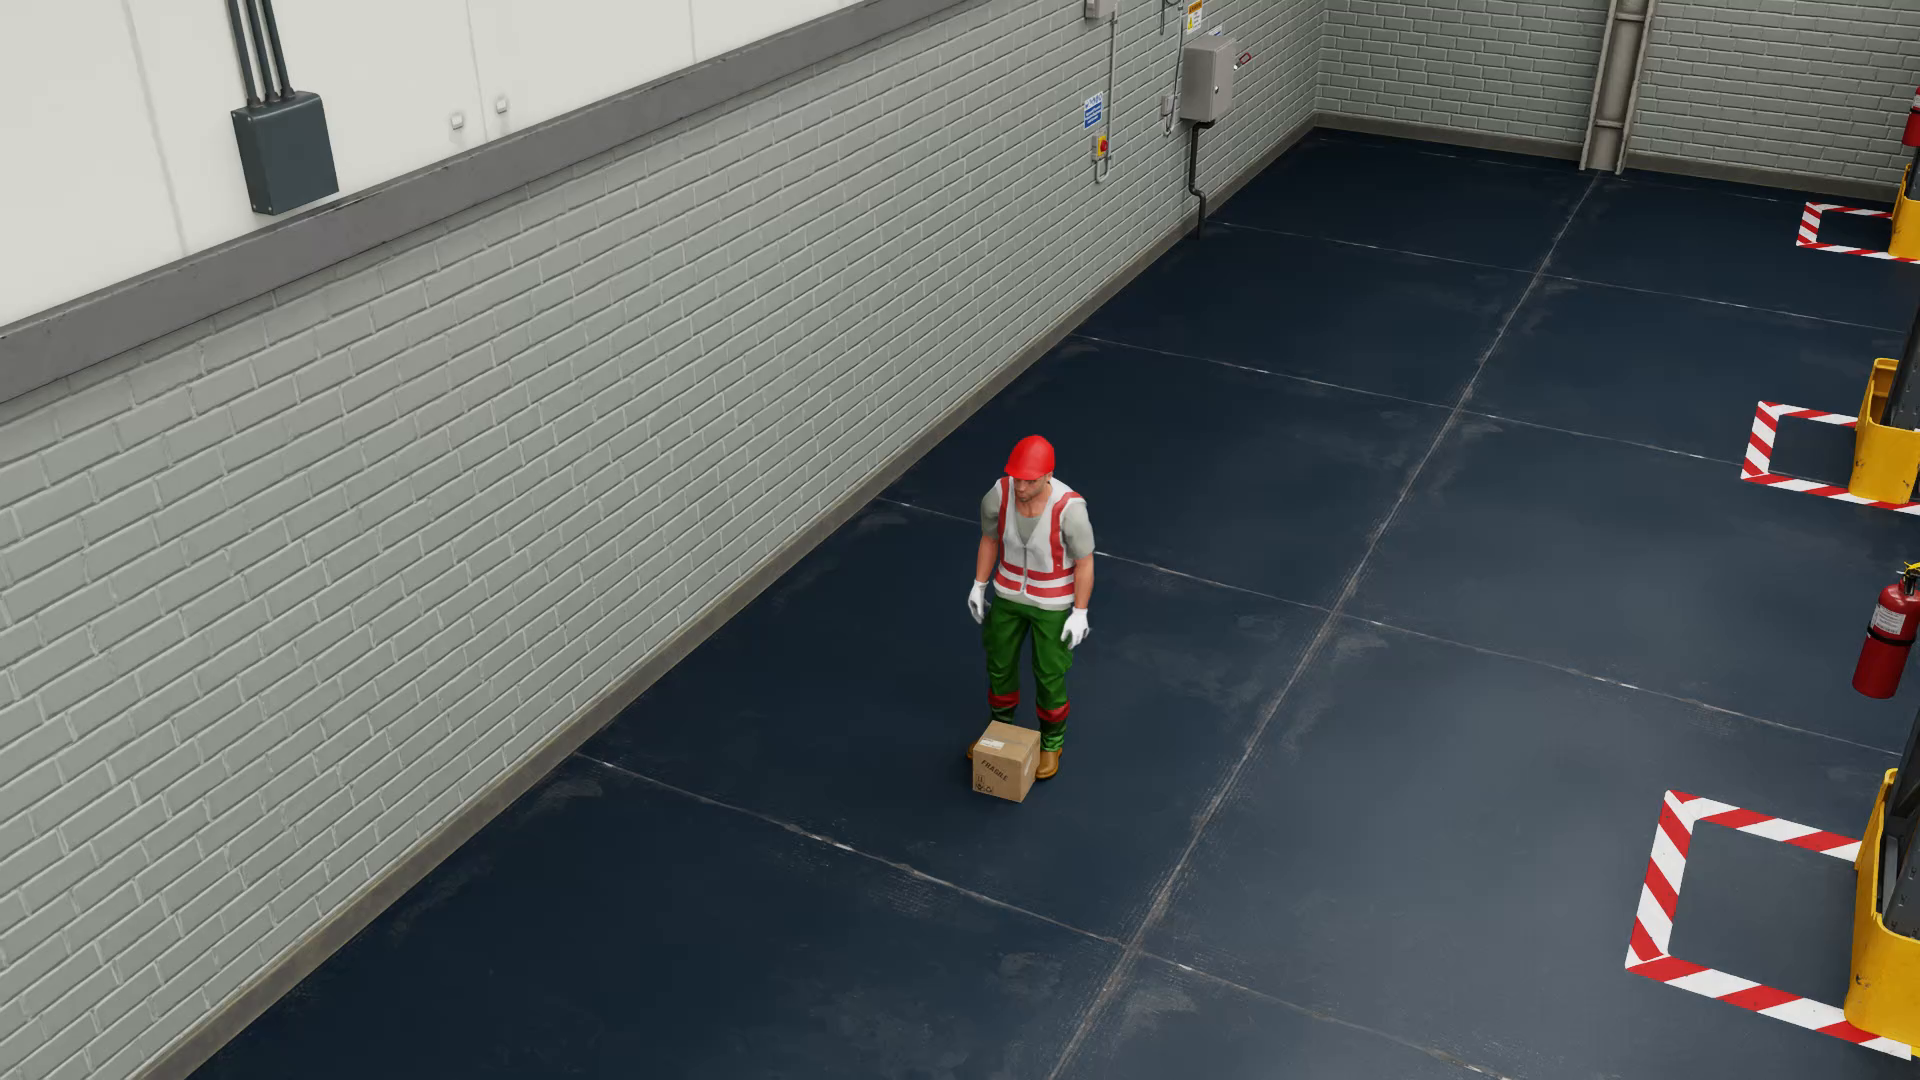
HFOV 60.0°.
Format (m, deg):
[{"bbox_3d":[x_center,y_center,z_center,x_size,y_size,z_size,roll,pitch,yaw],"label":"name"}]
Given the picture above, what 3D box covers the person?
[{"bbox_3d":[0.326,0.296,7.761,0.608,1.780,0.448,14,33,24],"label":"person"}]
